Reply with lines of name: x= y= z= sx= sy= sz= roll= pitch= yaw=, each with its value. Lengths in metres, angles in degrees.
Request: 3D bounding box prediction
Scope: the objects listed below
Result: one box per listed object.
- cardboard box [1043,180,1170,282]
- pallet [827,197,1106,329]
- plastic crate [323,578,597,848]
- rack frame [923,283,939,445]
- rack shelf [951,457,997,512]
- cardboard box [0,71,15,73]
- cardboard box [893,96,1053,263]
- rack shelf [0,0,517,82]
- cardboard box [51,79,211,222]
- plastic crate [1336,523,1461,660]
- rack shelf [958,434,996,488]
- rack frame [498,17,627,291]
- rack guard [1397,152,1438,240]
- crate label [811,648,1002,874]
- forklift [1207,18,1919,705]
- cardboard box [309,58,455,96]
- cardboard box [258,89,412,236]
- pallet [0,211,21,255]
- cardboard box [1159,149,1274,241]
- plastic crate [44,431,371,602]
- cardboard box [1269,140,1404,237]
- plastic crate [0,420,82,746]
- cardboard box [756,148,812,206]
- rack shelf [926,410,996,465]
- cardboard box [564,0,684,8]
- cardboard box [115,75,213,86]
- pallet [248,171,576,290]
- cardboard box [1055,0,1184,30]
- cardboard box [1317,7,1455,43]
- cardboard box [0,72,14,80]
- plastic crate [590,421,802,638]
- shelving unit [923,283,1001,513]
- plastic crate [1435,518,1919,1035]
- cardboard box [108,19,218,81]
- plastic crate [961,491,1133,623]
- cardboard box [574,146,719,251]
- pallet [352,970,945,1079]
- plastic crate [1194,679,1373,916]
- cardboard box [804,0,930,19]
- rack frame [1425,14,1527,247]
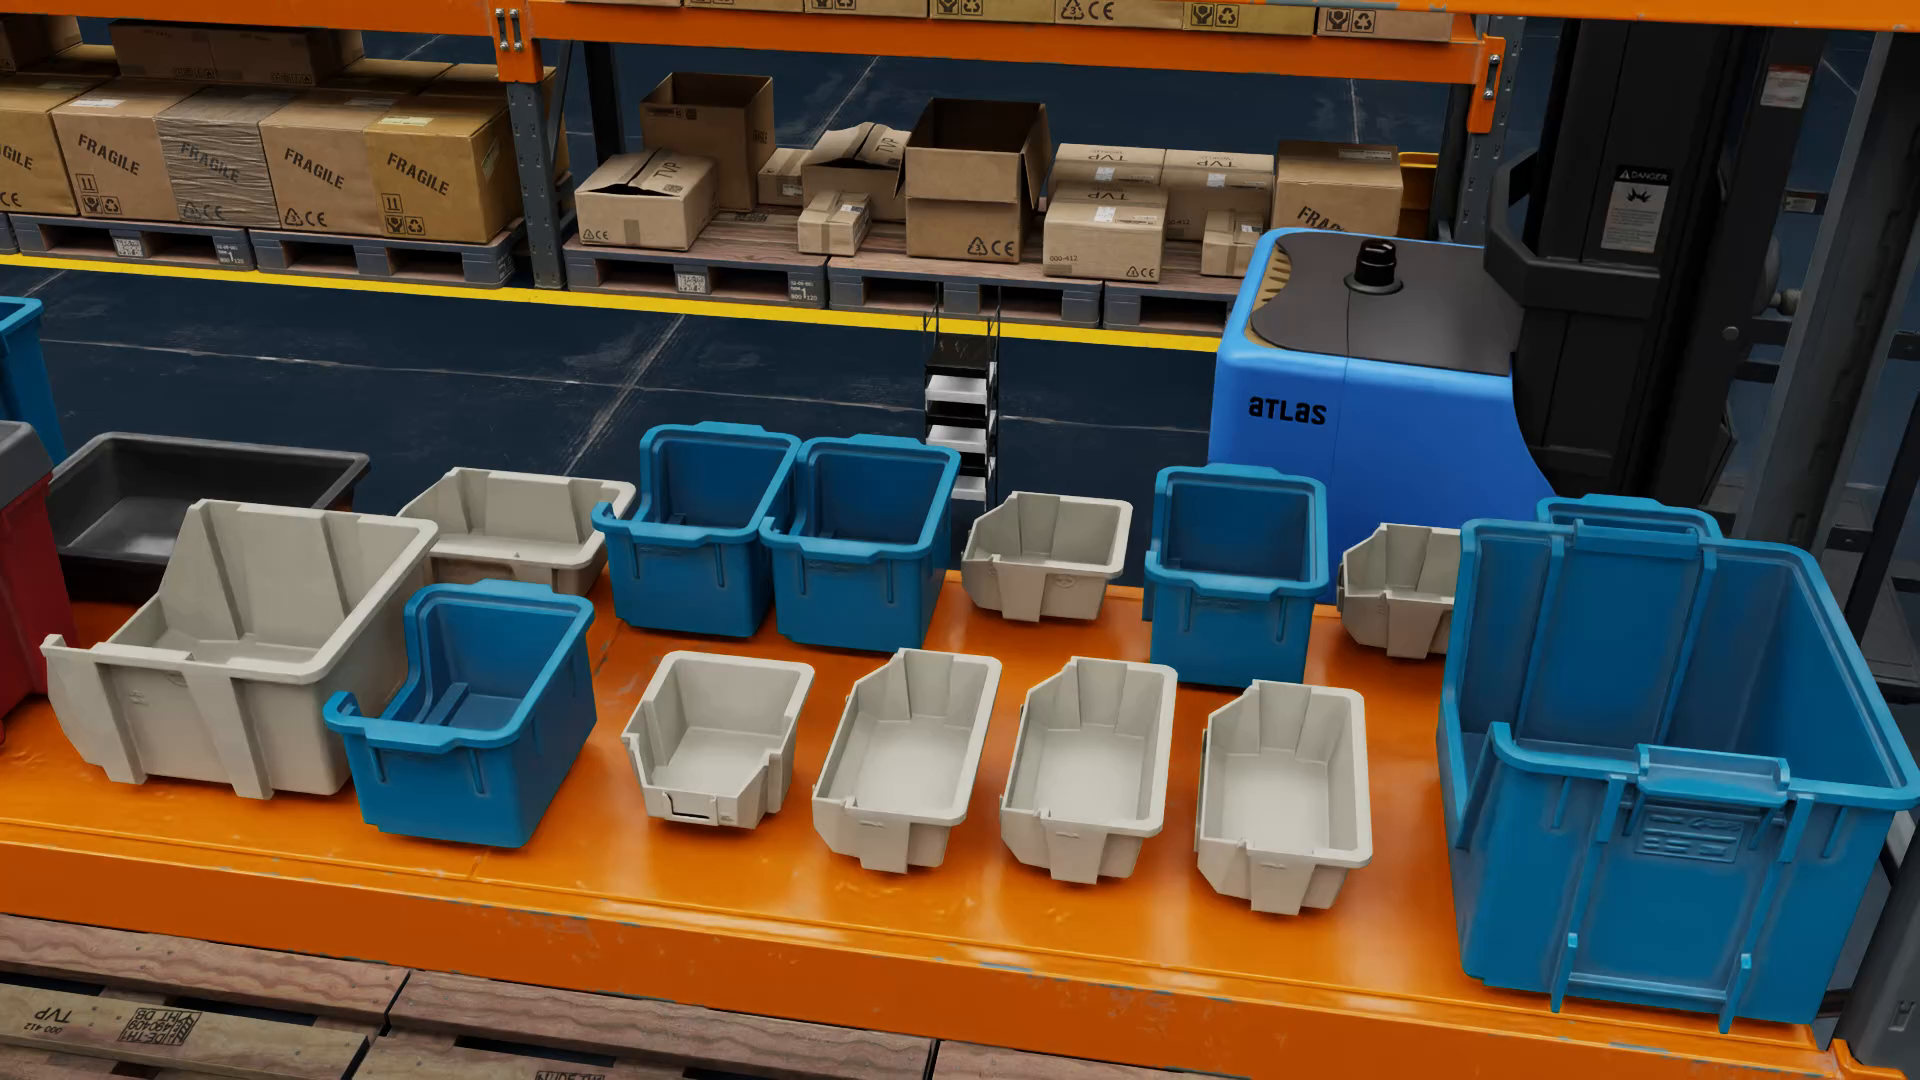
cardboard box: x=0.643 y=-1.353 z=7.262 sx=0.500 sy=0.250 sz=0.500 roll=5 pitch=32 yaw=8
pallet: x=0.092 y=-1.318 z=7.656 sx=1.213 sy=0.211 sz=1.003 roll=5 pitch=32 yaw=8
plastic crate: x=-0.753 y=0.274 z=2.586 sx=0.300 sy=0.233 sz=0.416 roll=5 pitch=32 yaw=8
rack frame: x=-0.092 y=-0.390 z=5.525 sx=0.006 sy=0.900 sz=0.240 roll=5 pitch=32 yaw=8
rack shelf: x=0.008 y=-0.200 z=5.623 sx=0.200 sy=0.077 sz=0.258 roll=5 pitch=32 yaw=8
cardboard box: x=-4.773 y=-2.192 z=8.367 sx=0.500 sy=0.500 sz=0.500 roll=6 pitch=33 yaw=10
cardboard box: x=0.062 y=-1.632 z=7.469 sx=0.637 sy=0.503 sz=0.797 roll=5 pitch=32 yaw=8
rack shelf: x=-3.763 y=-2.543 z=7.663 sx=4.000 sy=0.370 sz=1.077 roll=5 pitch=32 yaw=8
cardboard box: x=-3.808 y=-1.828 z=7.785 sx=0.500 sy=0.500 sz=0.500 roll=4 pitch=32 yaw=7
plastic crate: x=0.824 y=0.098 z=2.958 sx=0.298 sy=0.136 sz=0.250 roll=5 pitch=32 yaw=8
rack shelf: x=0.008 y=-0.276 z=5.576 sx=0.200 sy=0.077 sz=0.258 roll=5 pitch=32 yaw=8
rack frame: x=-1.791 y=-2.669 z=7.187 sx=0.127 sy=3.000 sz=1.000 roll=5 pitch=32 yaw=8
rack guard: x=2.077 y=-1.259 z=7.291 sx=0.348 sy=0.500 sz=1.175 roll=5 pitch=32 yaw=8
crate label: x=-0.082 y=0.341 z=2.570 sx=0.243 sy=0.136 sz=0.396 roll=5 pitch=32 yaw=8
forklift: x=2.280 y=-0.889 z=4.408 sx=3.031 sy=2.935 sz=1.130 roll=9 pitch=33 yaw=14
cardboard box: x=-2.755 y=-2.009 z=8.073 sx=0.500 sy=0.500 sz=0.500 roll=6 pitch=32 yaw=9
cardboard box: x=-2.812 y=-1.739 z=7.642 sx=0.500 sy=0.500 sz=0.500 roll=5 pitch=32 yaw=8
pallet: x=-5.005 y=-1.758 z=8.359 sx=1.213 sy=0.211 sz=1.003 roll=5 pitch=32 yaw=8
cardboard box: x=1.171 y=-1.575 z=7.615 sx=0.500 sy=0.250 sz=0.500 roll=5 pitch=32 yaw=8
plastic crate: x=-1.480 y=-0.028 z=3.171 sx=0.590 sy=0.125 sz=0.437 roll=5 pitch=32 yaw=8
cardboard box: x=1.574 y=-1.359 z=7.035 sx=0.500 sy=0.500 sz=0.500 roll=5 pitch=32 yaw=8
plastic crate: x=-1.790 y=0.079 z=2.679 sx=0.583 sy=0.464 sz=0.402 roll=5 pitch=32 yaw=8
cardboard box: x=-0.802 y=-1.743 z=7.979 sx=0.250 sy=0.149 sz=0.380 roll=5 pitch=32 yaw=8
rack shelf: x=0.008 y=-0.352 z=5.528 sx=0.200 sy=0.077 sz=0.258 roll=5 pitch=32 yaw=8
cardboard box: x=-1.335 y=-2.524 z=6.860 sx=0.500 sy=0.500 sz=0.500 roll=6 pitch=33 yaw=9
cardboard box: x=-3.744 y=-2.102 z=8.223 sx=0.500 sy=0.500 sz=0.500 roll=4 pitch=32 yaw=6
pallet: x=-2.599 y=-1.540 z=8.011 sx=1.213 sy=0.211 sz=1.003 roll=5 pitch=32 yaw=8
cardboard box: x=0.662 y=-2.344 z=6.573 sx=0.500 sy=0.500 sz=0.500 roll=5 pitch=32 yaw=9
cardboard box: x=1.664 y=-2.252 z=6.427 sx=0.500 sy=0.500 sz=0.500 roll=6 pitch=33 yaw=10
cardboard box: x=-4.817 y=-1.919 z=7.930 sx=0.500 sy=0.500 sz=0.500 roll=4 pitch=32 yaw=6
plastic crate: x=-0.467 y=-0.015 z=3.048 sx=0.300 sy=0.233 sz=0.416 roll=5 pitch=32 yaw=8
shelving unit: x=0.008 y=-0.381 z=5.510 sx=0.210 sy=0.900 sz=0.258 roll=5 pitch=32 yaw=8
plastic crate: x=0.953 y=0.306 z=2.345 sx=0.499 sy=0.435 sz=0.616 roll=5 pitch=32 yaw=8
cardboard box: x=-3.707 y=-2.418 z=8.021 sx=0.500 sy=0.250 sz=0.500 roll=5 pitch=32 yaw=7
plastic crate: x=0.156 y=0.038 z=3.054 sx=0.298 sy=0.136 sz=0.250 roll=5 pitch=32 yaw=8
cardboard box: x=-1.414 y=-1.565 z=7.543 sx=0.500 sy=0.311 sz=0.500 roll=5 pitch=32 yaw=8
pallet: x=-0.691 y=1.256 z=3.544 sx=1.213 sy=0.211 sz=1.003 roll=5 pitch=32 yaw=8
plastic crate: x=0.480 y=0.386 z=2.497 sx=0.243 sy=0.136 sz=0.396 roll=5 pitch=32 yaw=8
cardboard box: x=-0.337 y=-2.434 z=6.717 sx=0.500 sy=0.500 sz=0.500 roll=5 pitch=32 yaw=8
rack frame: x=2.152 y=-2.312 z=6.617 sx=0.127 sy=3.000 sz=1.000 roll=5 pitch=32 yaw=8
